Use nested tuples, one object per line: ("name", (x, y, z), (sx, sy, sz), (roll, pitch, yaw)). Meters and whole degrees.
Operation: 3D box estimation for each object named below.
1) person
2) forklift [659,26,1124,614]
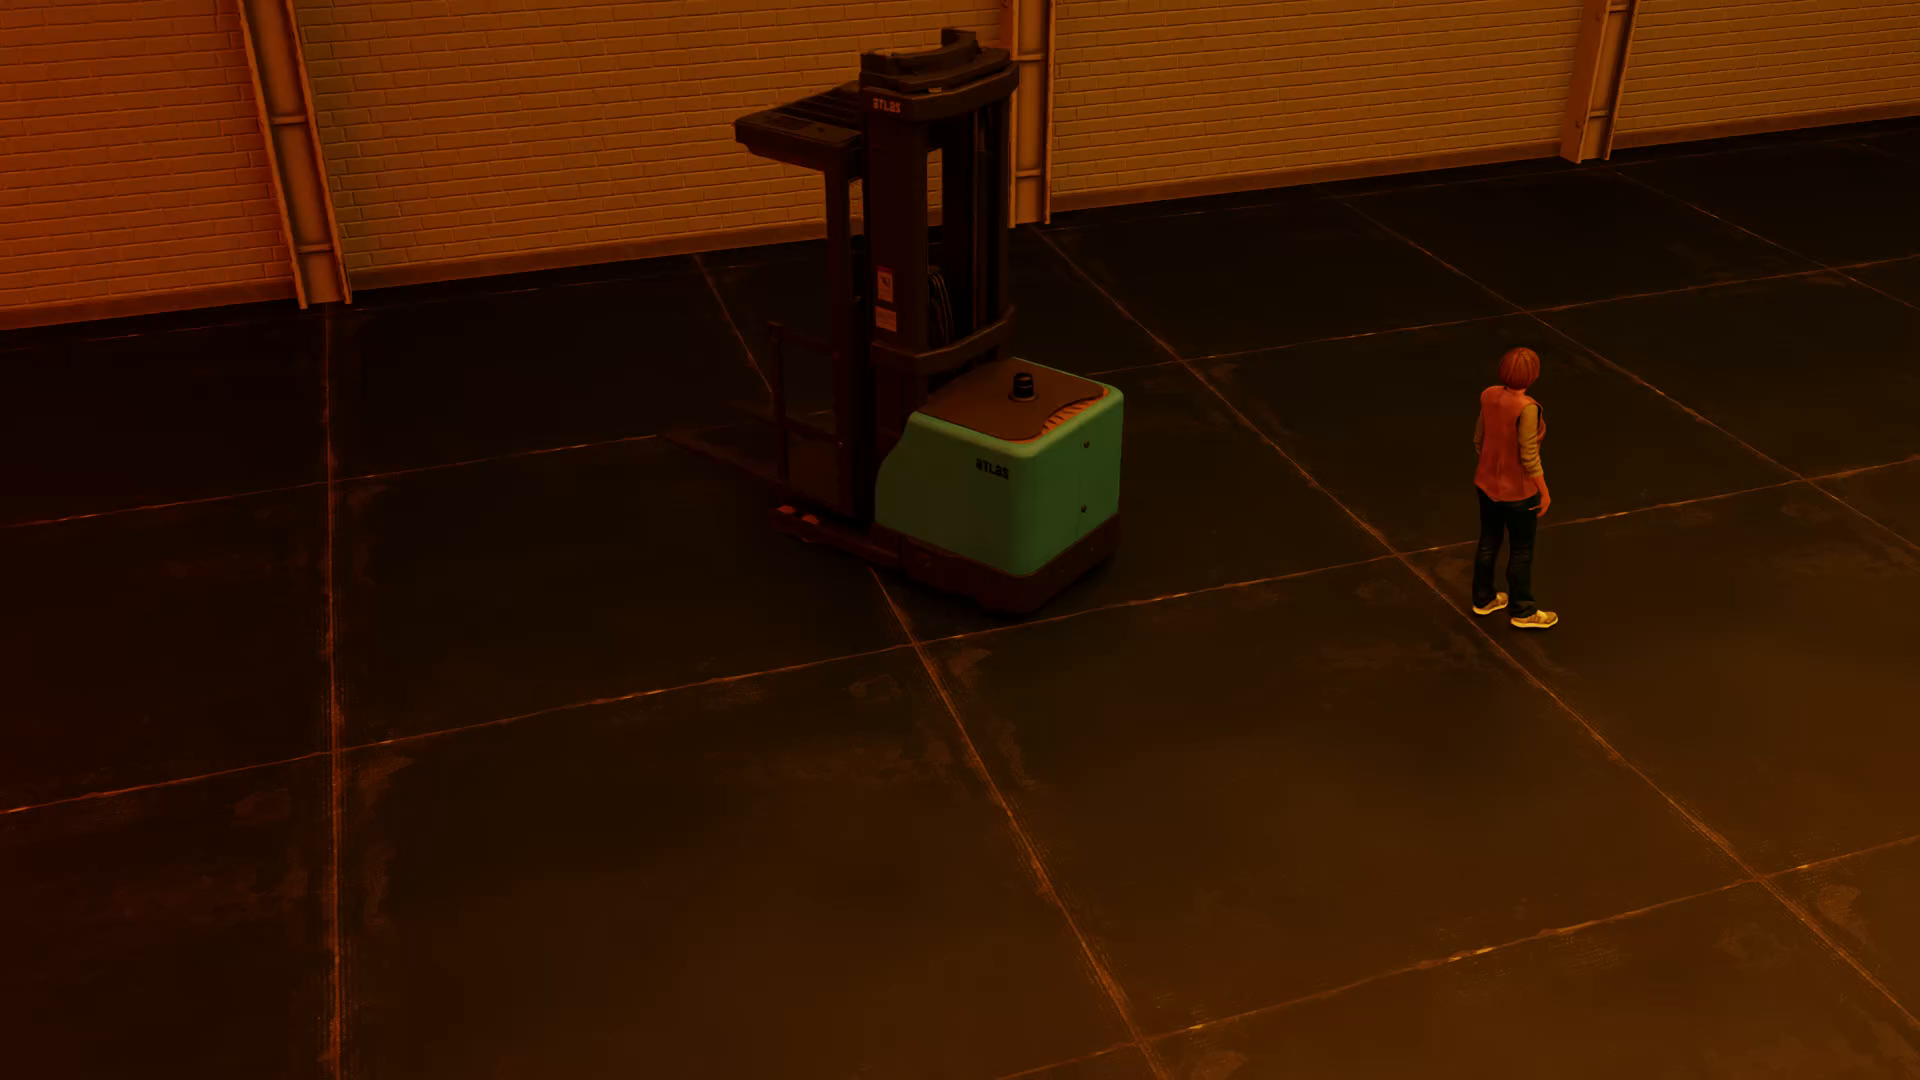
("person", (3.001, -0.292, 8.921), (0.470, 1.602, 0.525), (-13, 32, -21))
("forklift", (-0.543, -1.443, 9.595), (3.031, 2.935, 1.130), (21, 36, 32))
